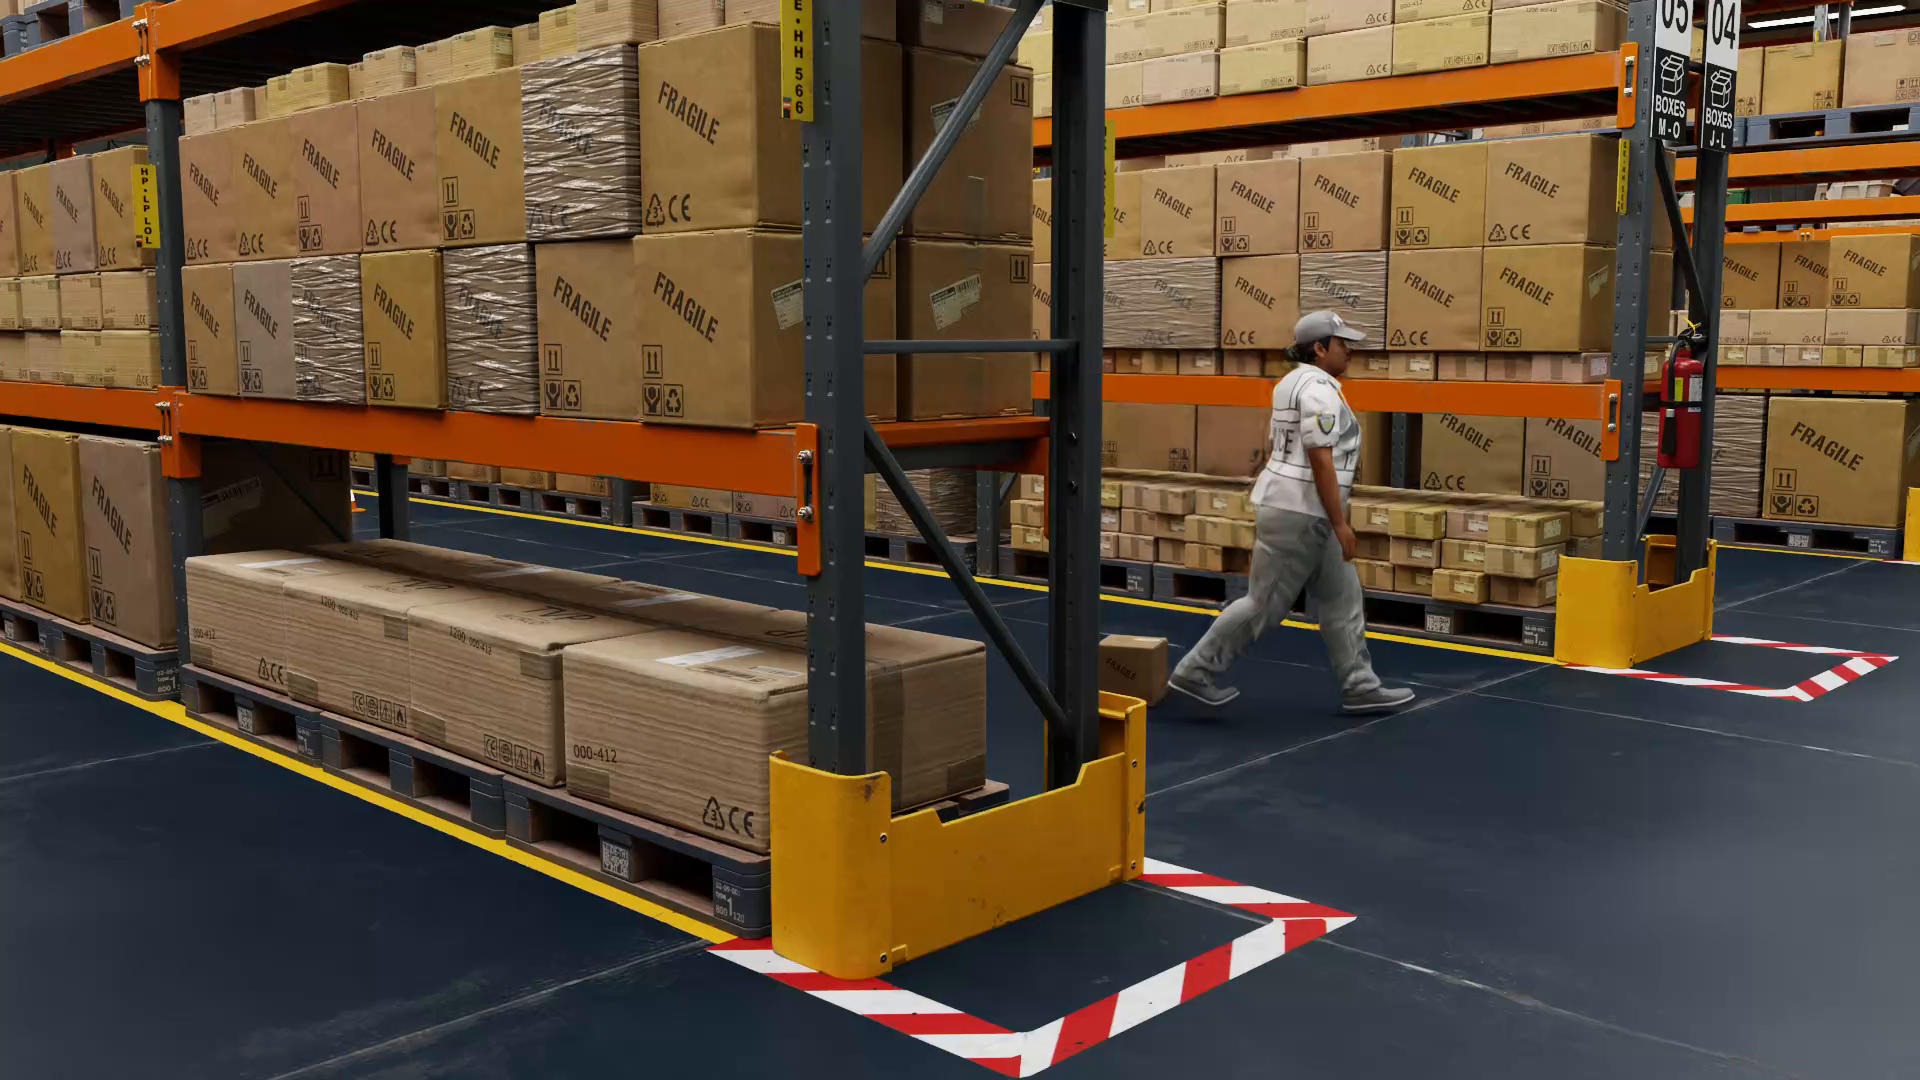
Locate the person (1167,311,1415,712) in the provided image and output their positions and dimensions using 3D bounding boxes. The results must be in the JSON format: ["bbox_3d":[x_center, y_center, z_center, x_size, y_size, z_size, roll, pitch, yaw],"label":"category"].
[{"bbox_3d":[1.338,-0.097,6.587,1.019,1.609,0.504,0,7,3],"label":"person"}]
